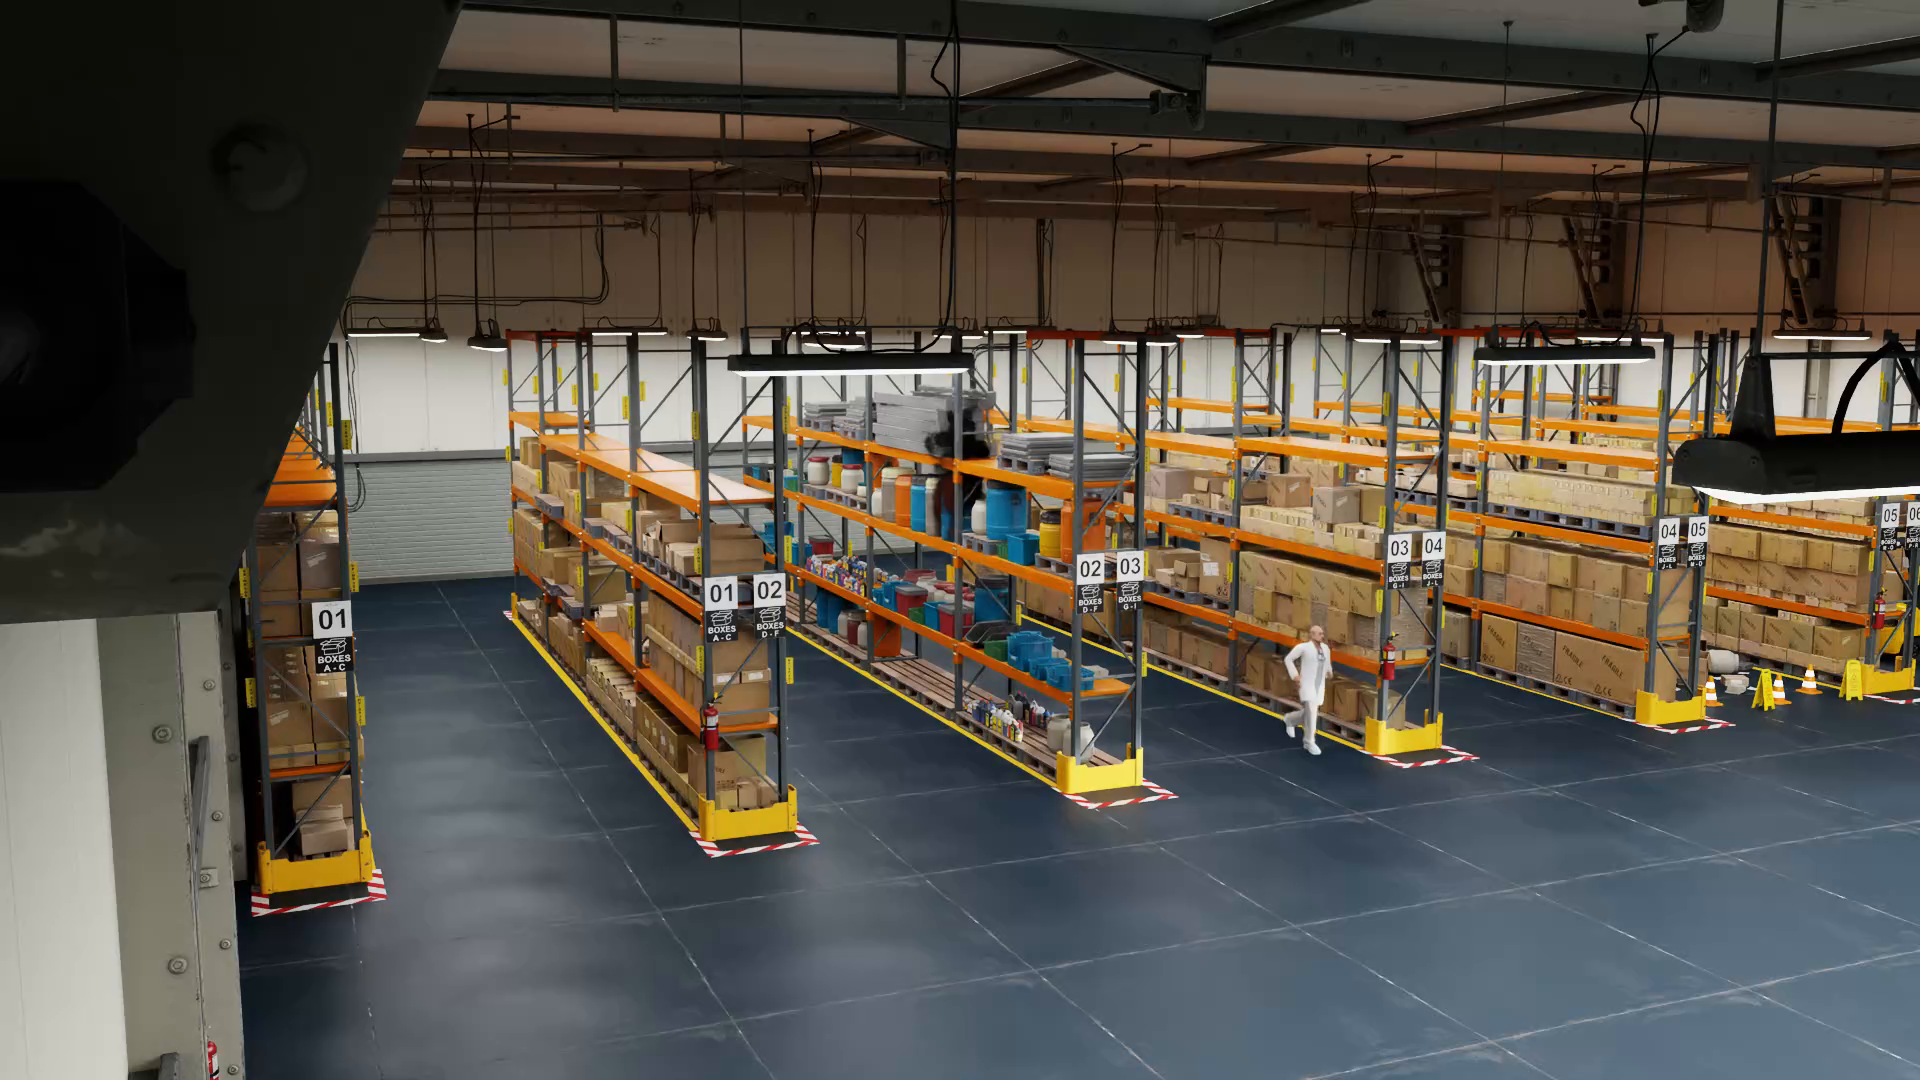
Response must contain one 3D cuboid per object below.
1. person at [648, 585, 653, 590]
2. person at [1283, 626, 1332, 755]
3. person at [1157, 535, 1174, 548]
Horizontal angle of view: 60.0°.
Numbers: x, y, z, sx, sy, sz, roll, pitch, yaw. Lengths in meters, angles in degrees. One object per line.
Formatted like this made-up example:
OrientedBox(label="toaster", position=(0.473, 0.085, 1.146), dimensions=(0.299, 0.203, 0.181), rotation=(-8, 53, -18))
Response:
OrientedBox(label="person", position=(-6.050, 0.931, 33.428), dimensions=(0.655, 1.784, 0.685), rotation=(-4, 9, -28))
OrientedBox(label="person", position=(5.022, 2.106, 23.872), dimensions=(0.749, 1.762, 0.935), rotation=(-4, 9, -28))
OrientedBox(label="person", position=(5.211, -0.159, 41.710), dimensions=(0.667, 1.655, 0.705), rotation=(2, 8, 17))
